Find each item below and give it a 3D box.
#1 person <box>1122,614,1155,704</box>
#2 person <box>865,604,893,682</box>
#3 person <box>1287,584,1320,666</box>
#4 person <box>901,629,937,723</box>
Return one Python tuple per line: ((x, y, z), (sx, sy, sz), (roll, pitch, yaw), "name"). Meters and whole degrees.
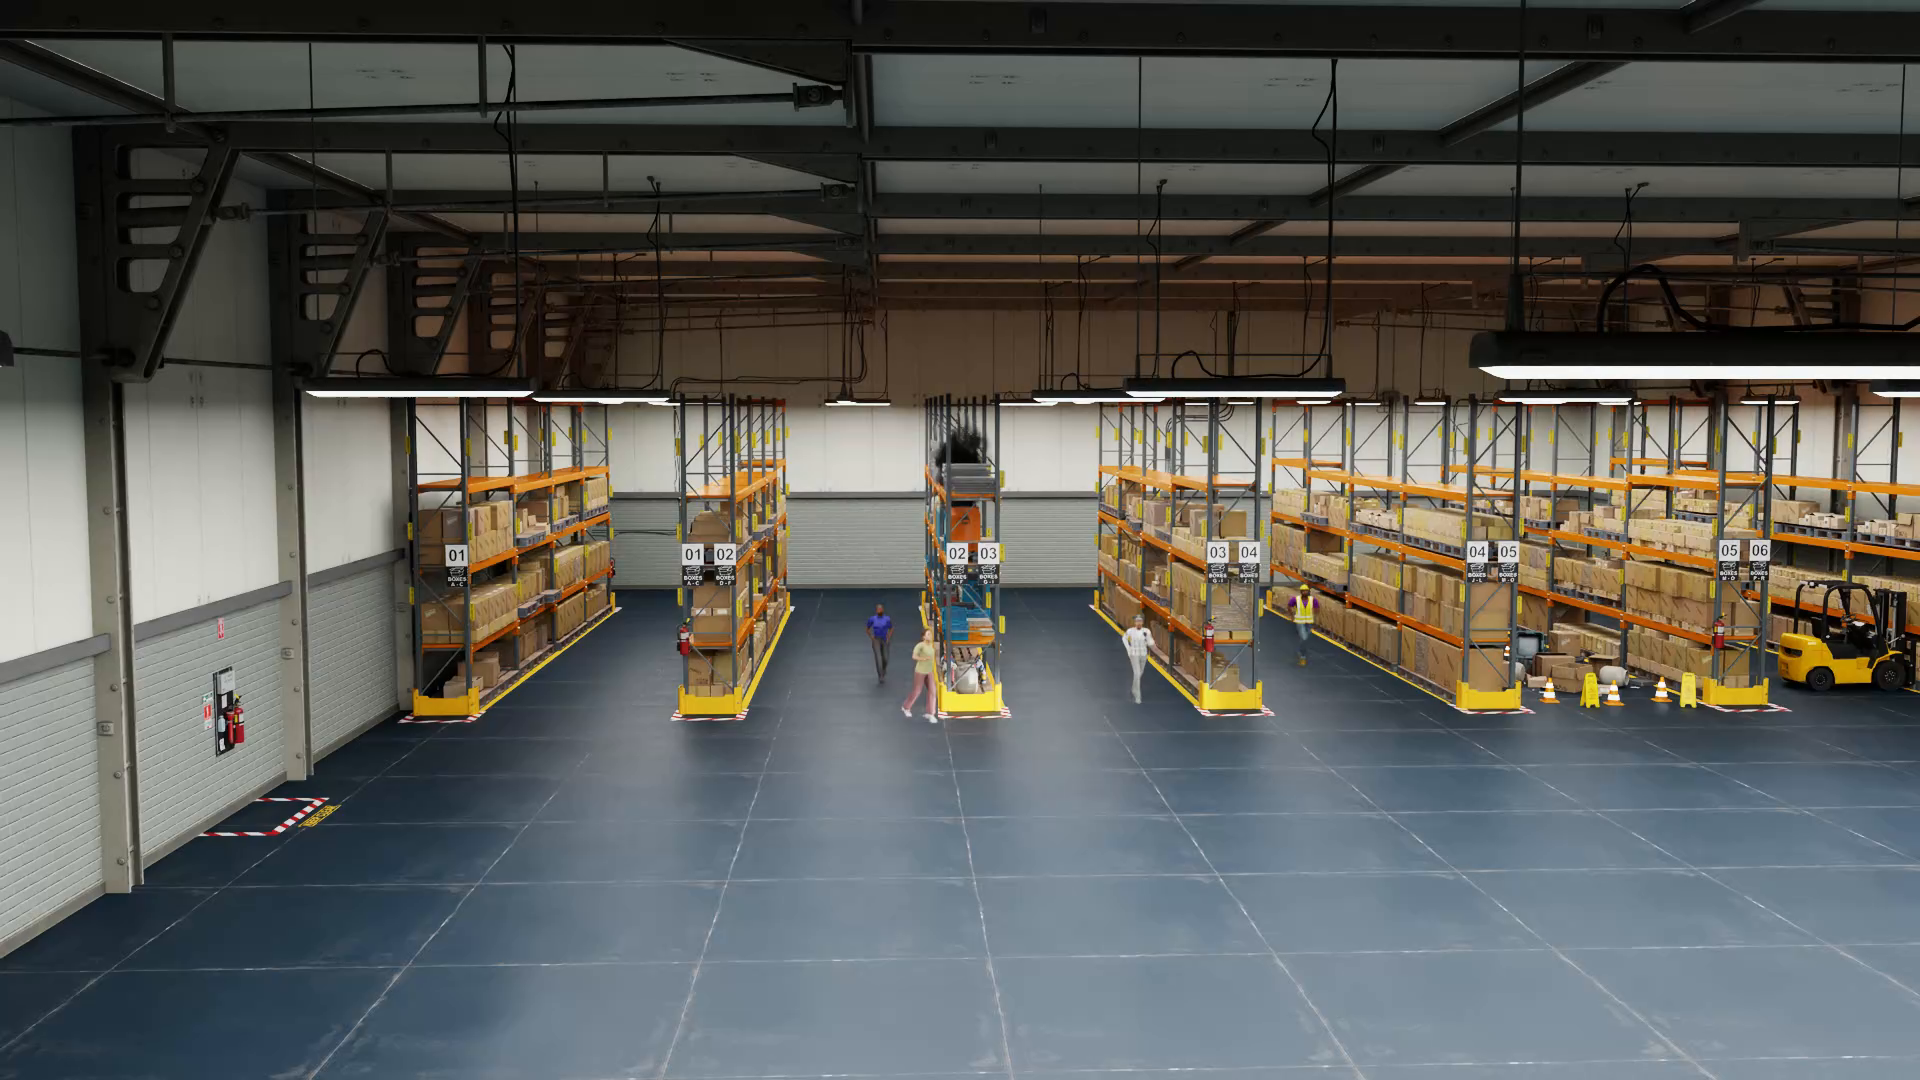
((3.517, 2.311, 32.619), (0.584, 1.754, 0.760), (-1, 5, -9), "person")
((-1.697, 2.156, 34.988), (0.587, 1.617, 0.580), (-1, 5, -9), "person")
((7.743, 1.903, 37.349), (0.664, 1.833, 0.783), (-1, 5, -7), "person")
((-0.675, 2.470, 30.601), (0.585, 1.701, 0.859), (-4, 6, -45), "person")
